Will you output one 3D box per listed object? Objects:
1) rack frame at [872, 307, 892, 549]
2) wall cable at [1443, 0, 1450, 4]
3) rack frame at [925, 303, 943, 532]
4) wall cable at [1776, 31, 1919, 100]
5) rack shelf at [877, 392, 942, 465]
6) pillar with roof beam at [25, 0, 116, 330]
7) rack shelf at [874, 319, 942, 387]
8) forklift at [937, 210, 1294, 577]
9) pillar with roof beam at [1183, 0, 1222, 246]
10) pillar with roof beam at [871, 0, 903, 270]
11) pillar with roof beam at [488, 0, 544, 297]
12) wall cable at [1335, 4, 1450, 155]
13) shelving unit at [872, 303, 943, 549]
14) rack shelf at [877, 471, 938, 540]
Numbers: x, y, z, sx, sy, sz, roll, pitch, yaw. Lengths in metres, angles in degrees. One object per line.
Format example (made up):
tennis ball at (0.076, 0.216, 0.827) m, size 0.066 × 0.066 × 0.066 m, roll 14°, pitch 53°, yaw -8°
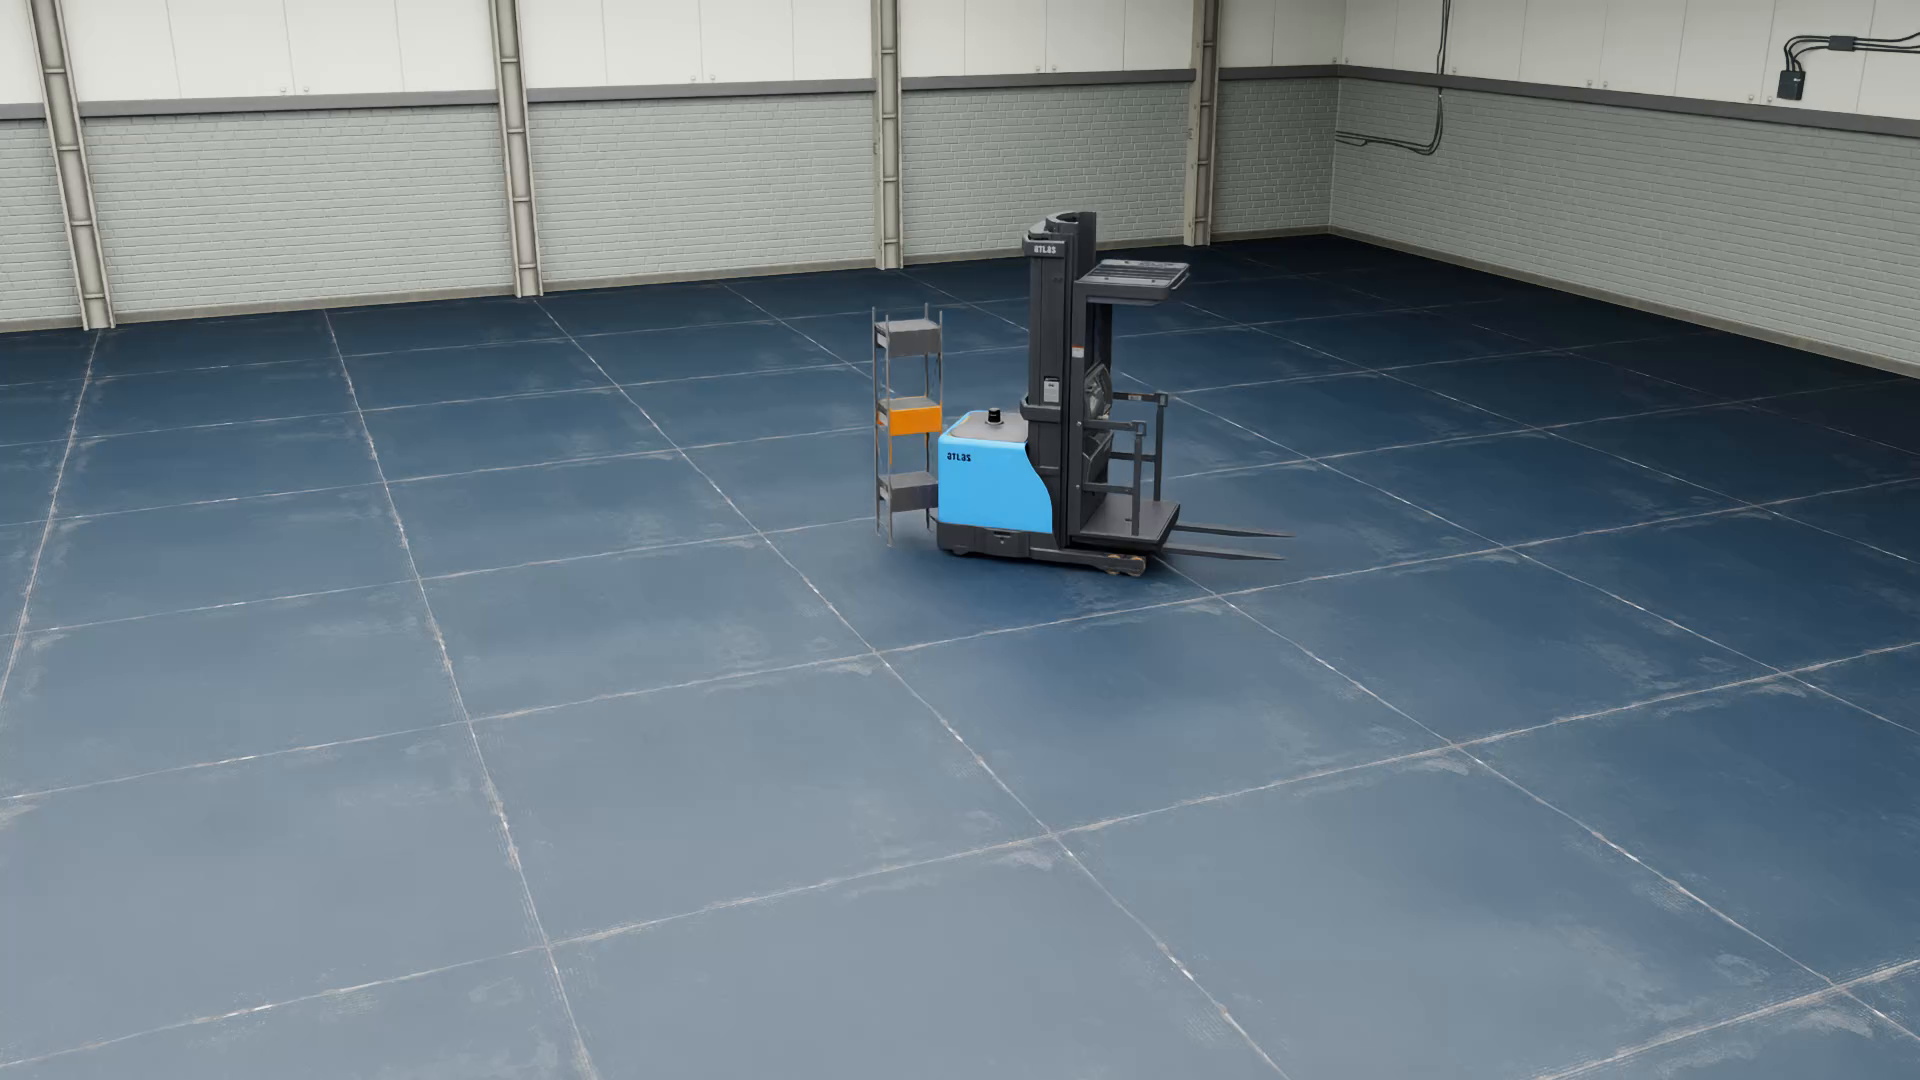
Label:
rack frame at (-0.685, -0.976, 14.633) m, size 0.015 × 2.100 × 0.400 m, roll -7°, pitch 21°, yaw -20°
wall cable at (8.614, -9.716, 26.139) m, size 0.112 × 2.526 × 3.097 m, roll -8°, pitch 21°, yaw -22°
rack frame at (-0.228, -1.034, 14.796) m, size 0.015 × 2.100 × 0.400 m, roll -7°, pitch 21°, yaw -20°
wall cable at (11.288, -8.331, 20.012) m, size 0.169 × 6.003 × 2.305 m, roll -8°, pitch 21°, yaw -22°
rack shelf at (-0.457, -0.992, 14.719) m, size 0.480 × 0.518 × 0.431 m, roll -7°, pitch 21°, yaw -20°
pillar with roof beam at (-10.509, -5.959, 18.396) m, size 0.400 × 9.000 × 9.100 m, roll -8°, pitch 21°, yaw -22°
rack shelf at (-0.457, -1.652, 14.487) m, size 0.480 × 0.518 × 0.431 m, roll -7°, pitch 21°, yaw -20°
forklift at (1.371, -1.267, 14.206) m, size 3.031 × 2.935 × 1.130 m, roll 6°, pitch 20°, yaw 16°
pillar with roof beam at (6.019, -8.327, 25.121) m, size 0.400 × 9.000 × 9.100 m, roll -8°, pitch 21°, yaw -22°
pillar with roof beam at (0.509, -7.537, 22.880) m, size 0.400 × 9.000 × 9.100 m, roll -8°, pitch 21°, yaw -22°
pillar with roof beam at (-5.000, -6.748, 20.638) m, size 0.400 × 9.000 × 9.100 m, roll -8°, pitch 21°, yaw -22°
wall cable at (7.542, -8.159, 29.321) m, size 0.112 × 2.526 × 3.097 m, roll -8°, pitch 21°, yaw -22°
shelving unit at (-0.457, -1.005, 14.715) m, size 0.503 × 2.100 × 0.431 m, roll -7°, pitch 21°, yaw -20°
rack shelf at (-0.457, -0.332, 14.952) m, size 0.480 × 0.518 × 0.431 m, roll -7°, pitch 21°, yaw -20°
